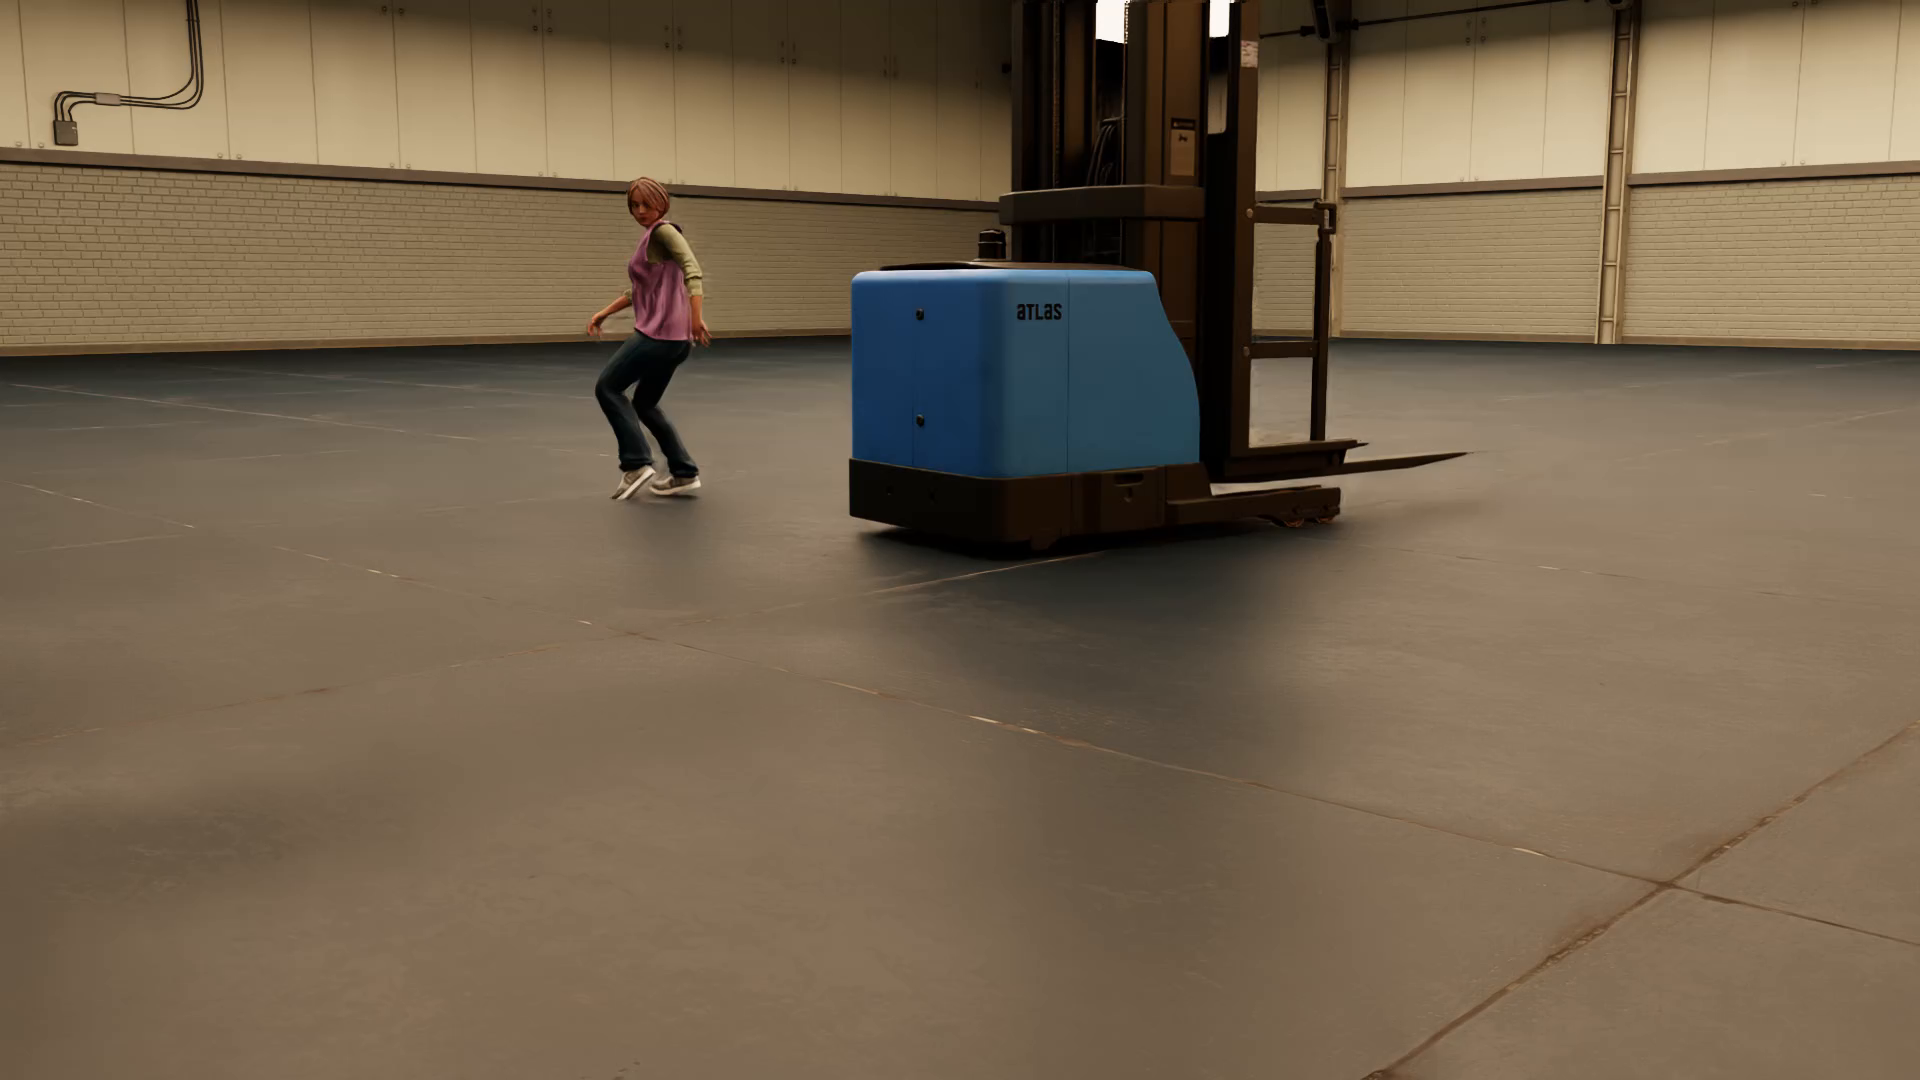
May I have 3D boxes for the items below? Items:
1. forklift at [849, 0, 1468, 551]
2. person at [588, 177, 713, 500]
[{"bbox_3d":[1.029,-1.556,7.209,3.031,2.935,1.130,-6,11,-36],"label":"forklift"},{"bbox_3d":[-1.471,-0.953,8.024,0.671,1.564,0.549,1,9,4],"label":"person"}]
